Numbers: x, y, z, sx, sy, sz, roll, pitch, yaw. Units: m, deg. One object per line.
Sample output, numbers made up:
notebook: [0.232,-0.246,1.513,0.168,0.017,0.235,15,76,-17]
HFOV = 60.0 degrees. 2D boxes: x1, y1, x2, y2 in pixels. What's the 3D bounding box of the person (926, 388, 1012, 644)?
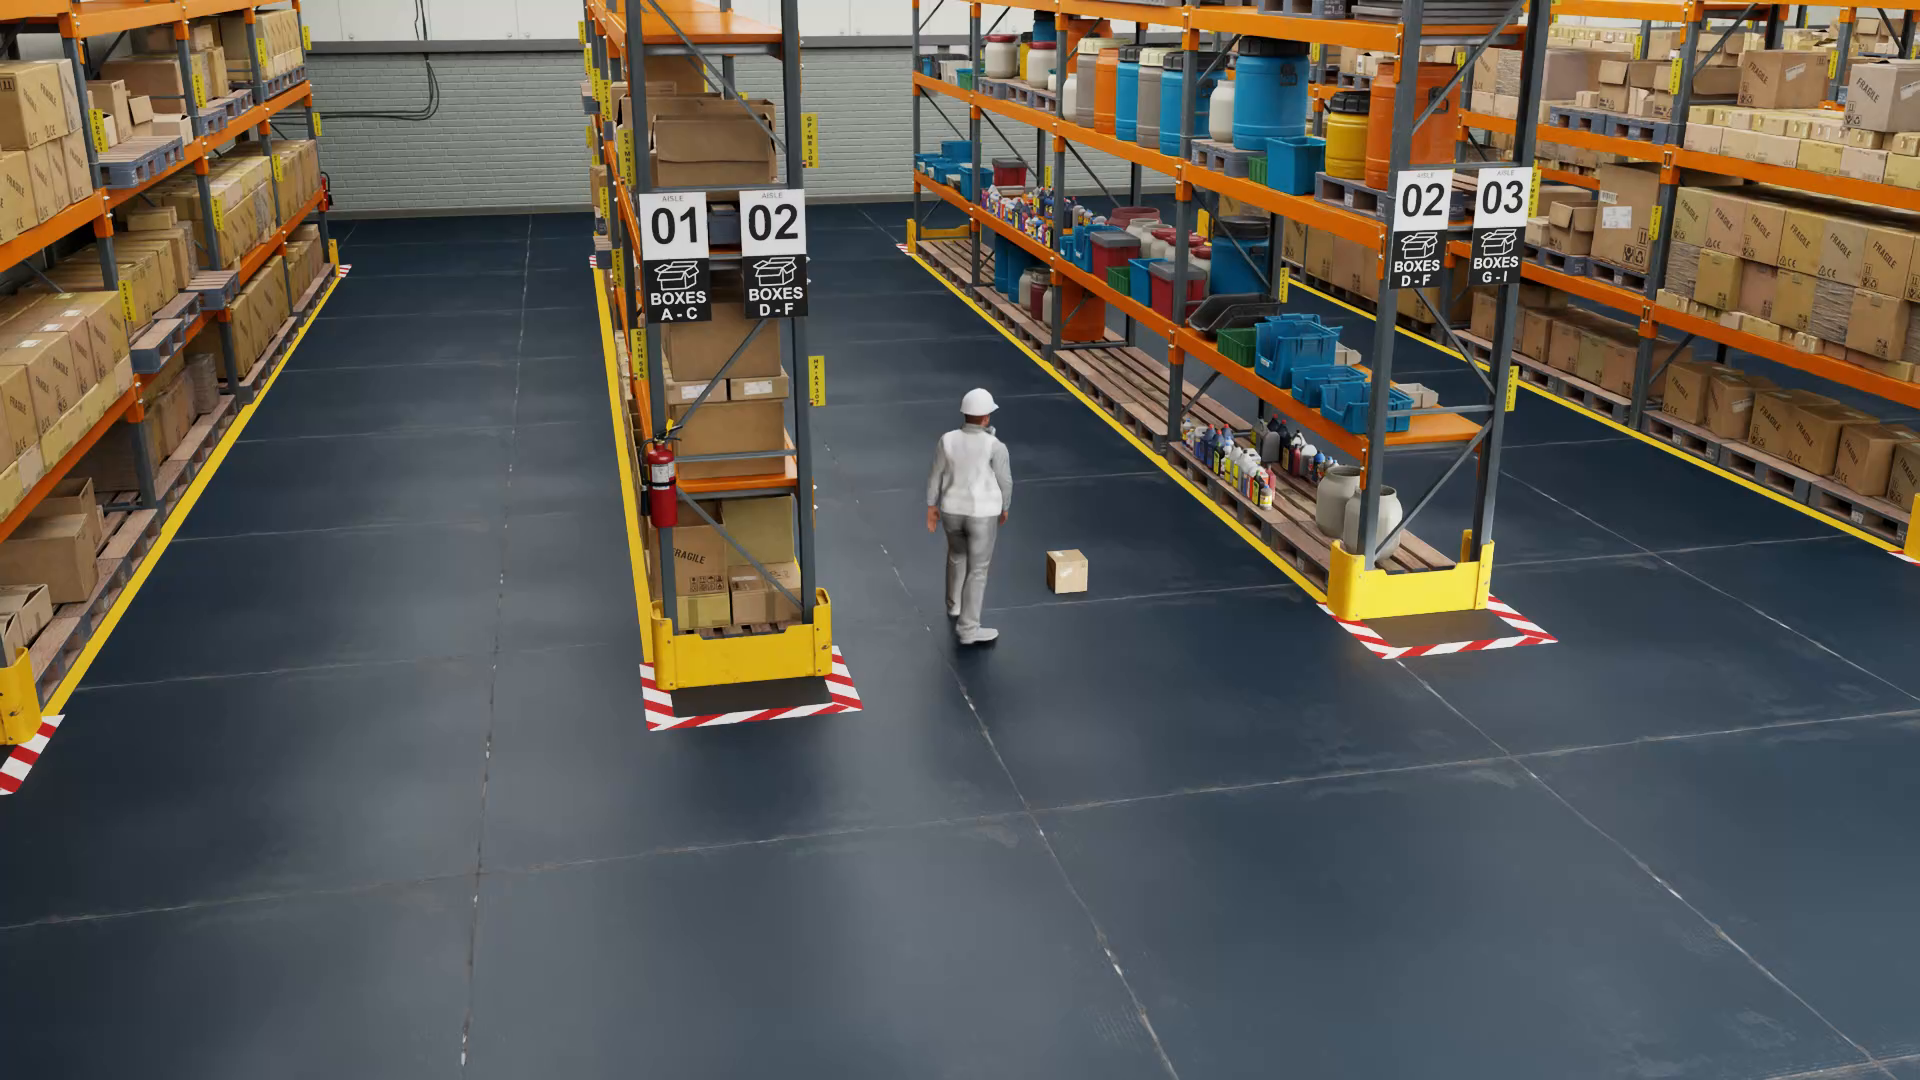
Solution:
person: [0.061,-0.205,11.656,0.621,1.737,0.777,10,22,26]
